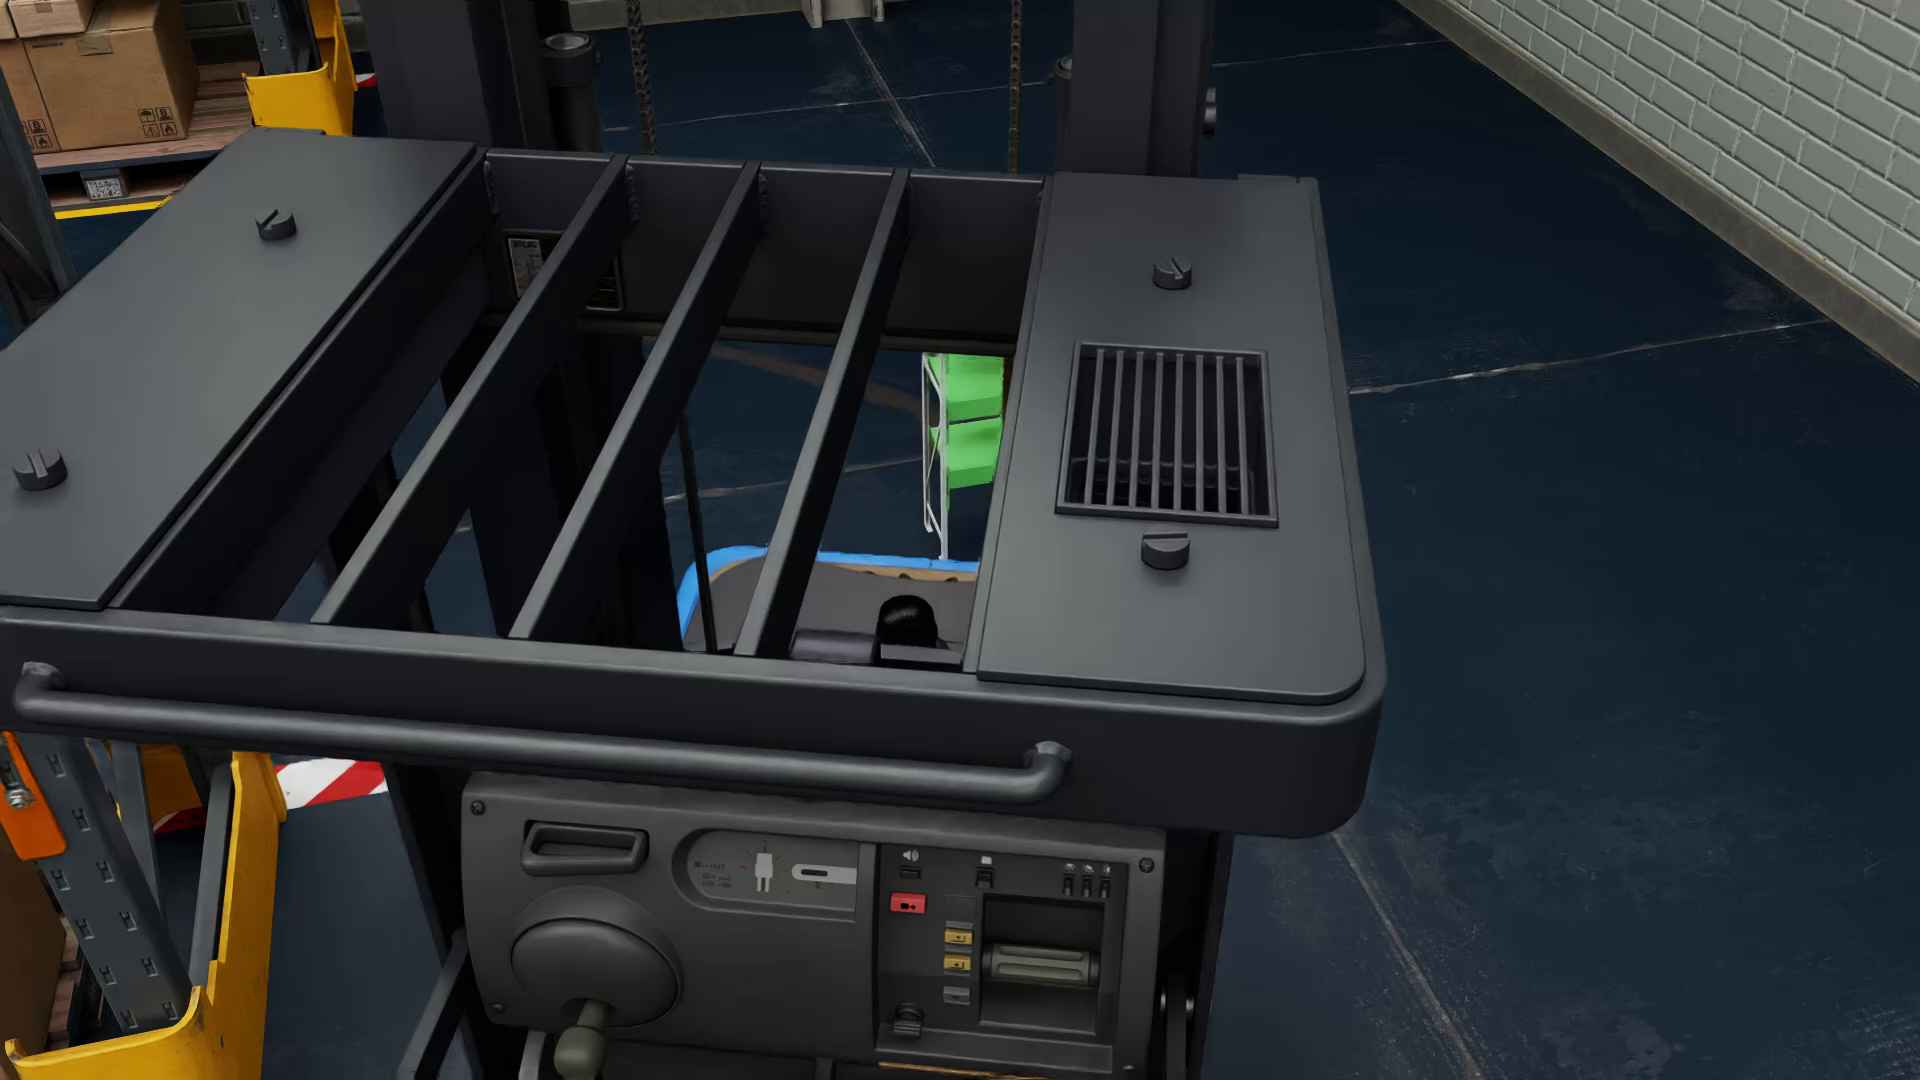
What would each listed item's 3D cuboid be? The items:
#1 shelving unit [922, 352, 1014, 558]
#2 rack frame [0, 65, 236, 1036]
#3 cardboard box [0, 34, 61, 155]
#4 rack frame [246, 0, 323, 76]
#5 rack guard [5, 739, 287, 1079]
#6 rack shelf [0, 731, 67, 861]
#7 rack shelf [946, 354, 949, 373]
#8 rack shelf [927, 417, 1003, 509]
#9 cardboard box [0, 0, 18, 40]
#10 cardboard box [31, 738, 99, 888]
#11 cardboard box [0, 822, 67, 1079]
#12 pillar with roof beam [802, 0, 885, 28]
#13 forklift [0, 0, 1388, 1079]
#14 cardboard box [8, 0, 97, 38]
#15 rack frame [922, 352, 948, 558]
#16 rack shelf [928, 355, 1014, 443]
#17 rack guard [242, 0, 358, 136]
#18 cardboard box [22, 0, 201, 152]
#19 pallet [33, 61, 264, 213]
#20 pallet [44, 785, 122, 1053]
[{"bbox_3d":[0.160,-0.503,4.920,0.503,1.200,0.258,-9,38,-12],"label":"shelving unit"},{"bbox_3d":[-1.716,-0.178,3.014,0.127,3.000,1.000,-9,38,-12],"label":"rack frame"},{"bbox_3d":[-4.144,-2.008,7.118,0.500,0.500,0.700,-9,38,-12],"label":"cardboard box"},{"bbox_3d":[-3.011,-3.083,6.811,0.127,3.000,1.000,-9,38,-12],"label":"rack frame"},{"bbox_3d":[-1.790,0.827,3.758,0.348,0.500,1.175,-9,38,-12],"label":"rack guard"},{"bbox_3d":[-3.647,0.425,2.818,4.000,0.370,1.077,-9,38,-12],"label":"rack shelf"},{"bbox_3d":[0.160,-0.643,4.813,0.480,0.148,0.258,-9,38,-12],"label":"rack shelf"},{"bbox_3d":[0.160,-0.261,5.104,0.480,0.148,0.258,-9,38,-12],"label":"rack shelf"},{"bbox_3d":[-3.984,-2.177,6.805,0.250,0.149,0.380,-8,38,-11],"label":"cardboard box"},{"bbox_3d":[-2.210,0.644,3.923,0.250,0.149,0.380,-9,38,-12],"label":"cardboard box"},{"bbox_3d":[-2.177,0.871,3.338,0.500,0.500,0.500,-9,38,-12],"label":"cardboard box"},{"bbox_3d":[0.492,-3.876,2.910,0.400,9.000,9.100,-9,38,-12],"label":"pillar with roof beam"},{"bbox_3d":[-0.225,0.611,2.039,1.130,2.935,3.031,4,38,5],"label":"forklift"},{"bbox_3d":[-3.738,-2.218,6.858,0.250,0.149,0.380,-10,38,-12],"label":"cardboard box"},{"bbox_3d":[-0.076,-0.464,4.869,0.015,1.200,0.240,-9,38,-12],"label":"rack frame"},{"bbox_3d":[0.160,-0.452,4.959,0.480,0.148,0.258,-9,38,-12],"label":"rack shelf"},{"bbox_3d":[-2.988,-2.094,7.576,0.348,0.500,1.175,-9,38,-12],"label":"rack guard"},{"bbox_3d":[-3.661,-2.087,7.222,0.500,0.500,0.700,-9,38,-12],"label":"cardboard box"},{"bbox_3d":[-3.763,-1.803,7.433,1.213,0.211,1.003,-9,38,-12],"label":"pallet"},{"bbox_3d":[-2.559,1.069,3.680,1.213,0.211,1.003,-9,38,-12],"label":"pallet"}]
